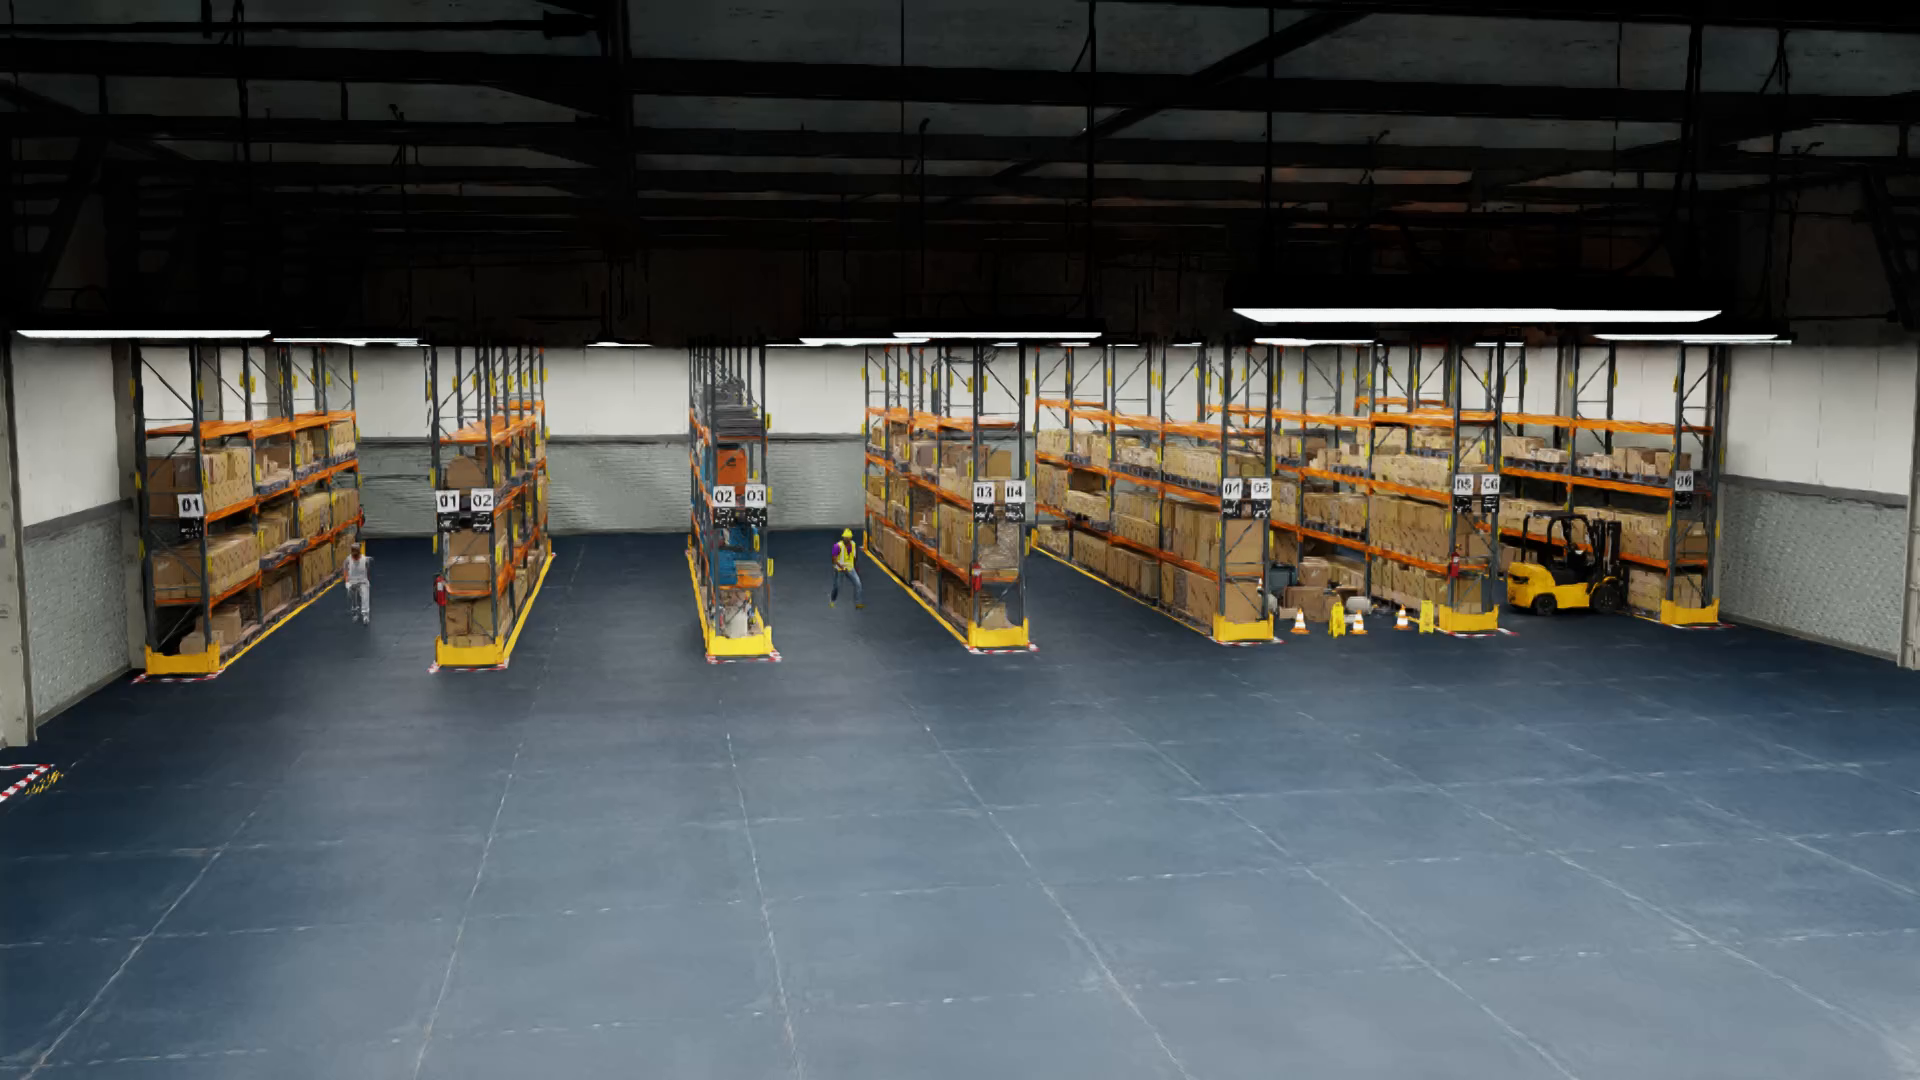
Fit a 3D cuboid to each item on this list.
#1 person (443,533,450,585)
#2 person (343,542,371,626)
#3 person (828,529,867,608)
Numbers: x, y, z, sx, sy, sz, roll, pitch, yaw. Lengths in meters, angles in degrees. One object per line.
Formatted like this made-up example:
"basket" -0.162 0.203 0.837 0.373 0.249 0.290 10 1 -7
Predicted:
"person" -12.352 0.319 39.858 0.455 1.677 0.525 2 7 19
"person" -12.530 0.898 34.558 0.528 1.728 1.032 -2 7 -19
"person" -2.434 0.593 35.046 0.699 1.686 0.848 -3 7 -27
